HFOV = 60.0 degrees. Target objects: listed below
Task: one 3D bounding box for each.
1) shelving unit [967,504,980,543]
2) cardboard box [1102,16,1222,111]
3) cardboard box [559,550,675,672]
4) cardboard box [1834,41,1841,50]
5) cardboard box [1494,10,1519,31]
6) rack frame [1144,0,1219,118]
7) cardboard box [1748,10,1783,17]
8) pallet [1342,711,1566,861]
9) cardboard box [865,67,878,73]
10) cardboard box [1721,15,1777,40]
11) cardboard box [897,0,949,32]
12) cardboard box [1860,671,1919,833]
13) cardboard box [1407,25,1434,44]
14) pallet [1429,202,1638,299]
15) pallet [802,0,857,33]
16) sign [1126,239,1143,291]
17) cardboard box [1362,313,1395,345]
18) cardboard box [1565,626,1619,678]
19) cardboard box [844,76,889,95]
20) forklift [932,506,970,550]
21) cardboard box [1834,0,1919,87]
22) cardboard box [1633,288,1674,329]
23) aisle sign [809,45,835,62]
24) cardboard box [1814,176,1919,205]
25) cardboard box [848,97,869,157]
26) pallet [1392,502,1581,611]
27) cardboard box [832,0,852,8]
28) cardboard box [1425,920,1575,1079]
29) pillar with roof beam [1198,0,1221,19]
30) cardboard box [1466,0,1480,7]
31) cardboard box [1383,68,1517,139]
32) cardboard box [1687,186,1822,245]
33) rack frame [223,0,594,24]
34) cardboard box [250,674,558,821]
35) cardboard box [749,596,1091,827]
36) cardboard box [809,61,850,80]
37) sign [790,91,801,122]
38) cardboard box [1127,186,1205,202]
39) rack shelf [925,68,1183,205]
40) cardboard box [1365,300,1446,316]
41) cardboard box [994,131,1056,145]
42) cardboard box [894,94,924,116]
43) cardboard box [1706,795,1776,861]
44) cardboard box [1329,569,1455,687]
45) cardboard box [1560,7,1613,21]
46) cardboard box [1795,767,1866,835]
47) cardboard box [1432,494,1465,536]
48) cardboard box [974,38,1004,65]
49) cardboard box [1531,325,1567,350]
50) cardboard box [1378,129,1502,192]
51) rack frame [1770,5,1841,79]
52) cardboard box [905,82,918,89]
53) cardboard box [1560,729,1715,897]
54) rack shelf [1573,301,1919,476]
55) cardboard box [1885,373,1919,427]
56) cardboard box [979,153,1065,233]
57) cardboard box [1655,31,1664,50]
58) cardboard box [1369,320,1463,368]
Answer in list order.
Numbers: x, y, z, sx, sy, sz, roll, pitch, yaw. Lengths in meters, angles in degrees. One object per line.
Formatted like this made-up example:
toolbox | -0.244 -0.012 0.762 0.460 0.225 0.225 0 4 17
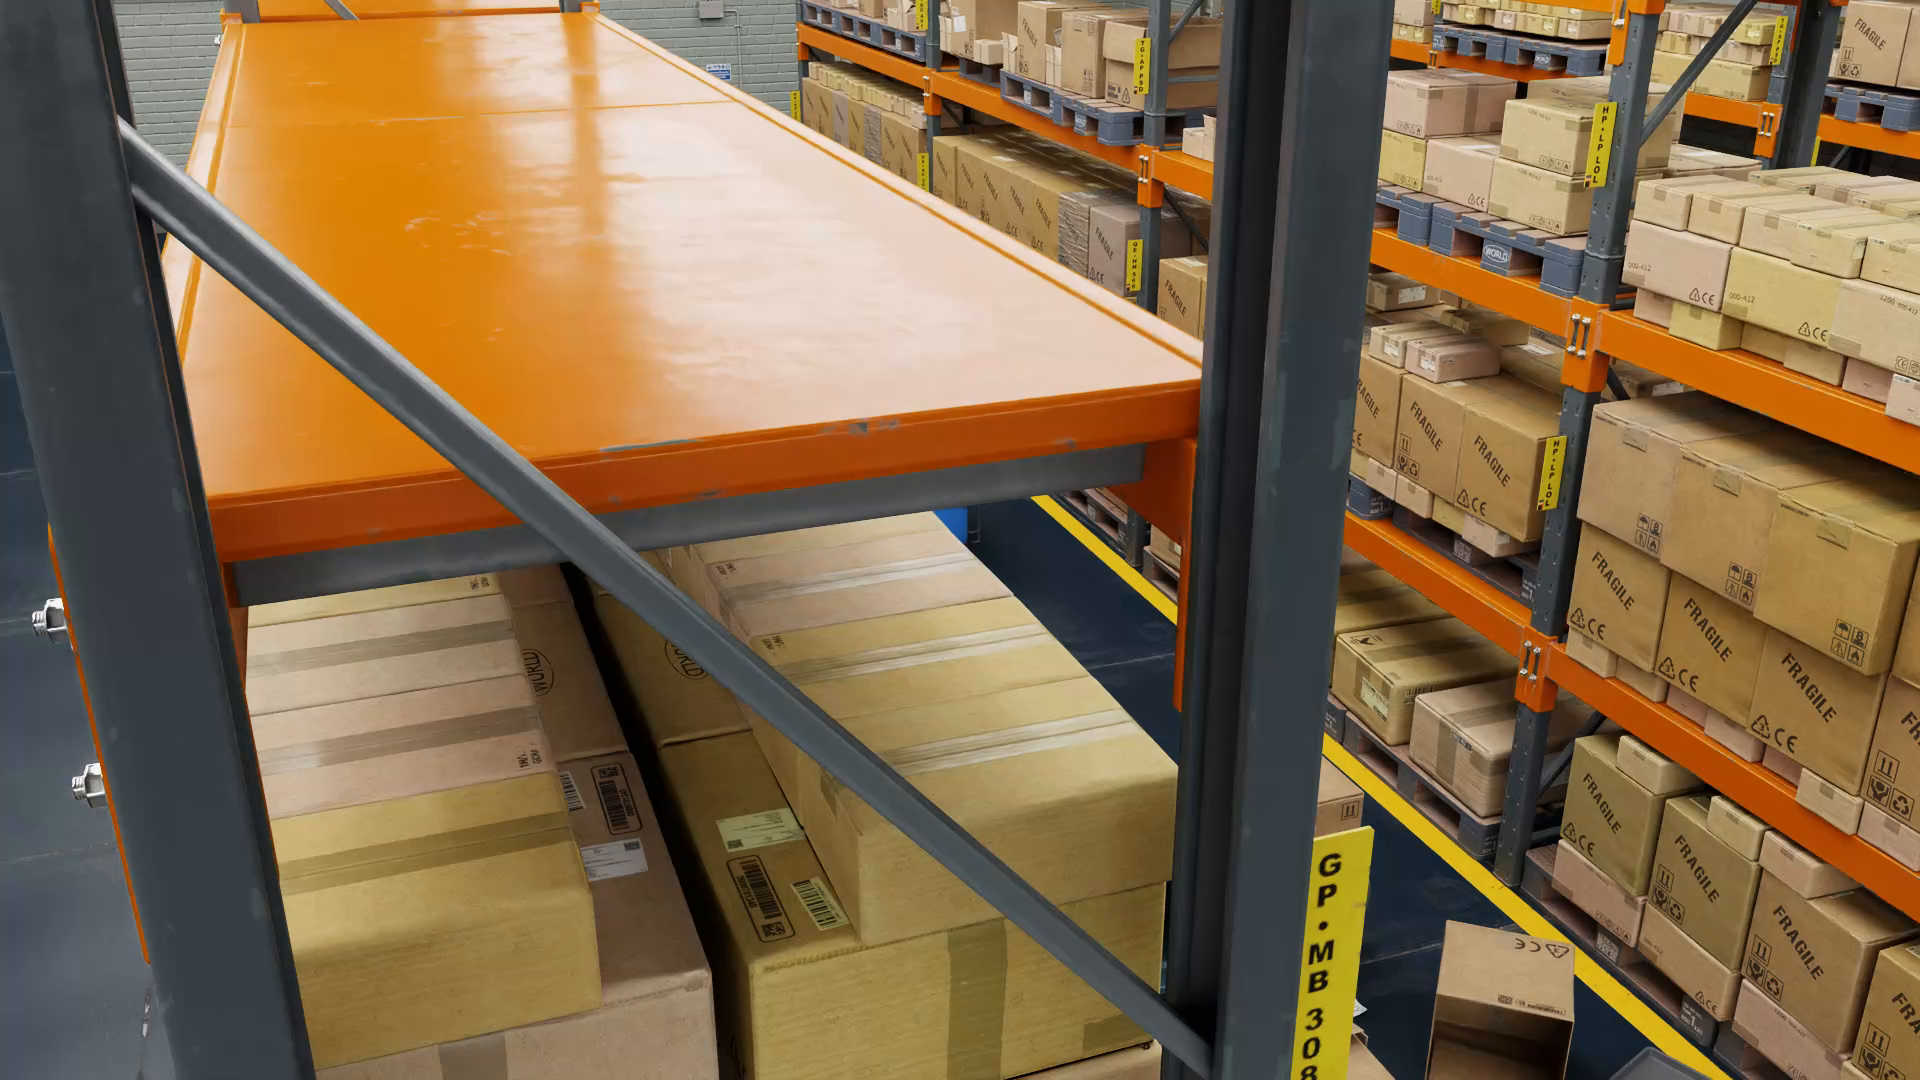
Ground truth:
shelving unit | -0.058 -0.613 11.660 0.258 1.200 0.503 -8 24 -19
cardboard box | 1.347 -3.019 10.516 0.797 0.503 0.637 -10 25 -22
cardboard box | -0.438 0.075 2.988 0.500 0.250 0.500 -9 24 -19
cardboard box | 6.358 -3.624 12.305 0.380 0.149 0.250 -8 24 -18
cardboard box | 4.833 -4.477 14.303 0.380 0.149 0.250 -8 24 -18
rack frame | 1.621 -4.044 9.759 1.000 3.000 0.127 -8 24 -19
cardboard box | 6.241 -3.953 12.702 0.380 0.149 0.250 -8 24 -19
pallet | 2.758 1.176 8.688 1.003 0.211 1.213 -8 24 -19
cardboard box | -0.779 -4.800 17.026 0.380 0.149 0.250 -8 24 -18
cardboard box | 5.871 -3.790 12.316 0.380 0.149 0.250 -9 25 -21
cardboard box | -0.317 -4.481 14.161 0.396 0.266 0.258 -8 24 -17
cardboard box | 3.490 0.733 5.637 0.500 0.500 0.500 -8 24 -18
cardboard box | 4.447 -4.772 15.671 0.380 0.149 0.250 -9 24 -19
pallet | 2.916 -1.361 7.496 1.213 0.211 1.003 -8 24 -19
pallet | -0.933 -5.260 16.619 1.003 0.211 1.213 -8 24 -19
sign | 1.103 -1.736 10.516 0.100 0.325 0.005 -8 24 -19
cardboard box | 2.117 -0.898 8.966 0.500 0.500 0.500 -9 25 -21
cardboard box | 2.845 0.448 7.149 0.380 0.149 0.250 -8 24 -19
cardboard box | -0.894 -4.352 15.962 0.380 0.149 0.250 -8 24 -19
forklift | -1.286 -0.756 9.770 1.130 2.935 3.031 19 29 37
cardboard box | 6.291 -3.333 11.136 0.500 0.500 0.500 -8 24 -19
cardboard box | 2.914 -0.944 6.590 0.380 0.149 0.250 -9 24 -20
aisle sign | -1.502 -5.371 17.283 0.394 0.787 0.004 -8 24 -19
cardboard box | 3.514 -1.291 6.386 0.380 0.149 0.250 -9 24 -20
cardboard box | -0.747 -3.926 15.786 0.500 0.500 0.500 -8 24 -19
pallet | 2.900 -0.036 8.219 1.003 0.211 1.213 -8 24 -19
cardboard box | -1.036 -5.266 16.173 0.380 0.149 0.250 -7 24 -17
cardboard box | 2.140 1.900 6.594 0.500 0.500 0.500 8 24 18
pillar with roof beam | -0.699 -8.146 19.491 9.100 9.000 0.400 -8 24 -19
cardboard box | 4.706 -4.803 14.692 0.380 0.149 0.250 -8 24 -18
cardboard box | 2.329 -2.124 8.074 0.500 0.250 0.500 -8 24 -18
cardboard box | 2.959 -1.210 6.195 0.380 0.149 0.250 -8 24 -17
rack frame | -1.561 -1.875 4.612 1.000 3.000 0.127 -8 24 -19
cardboard box | -0.671 0.303 1.935 0.380 0.149 0.250 -8 24 -19
cardboard box | -0.056 0.213 2.147 0.380 0.149 0.250 -8 24 -19
cardboard box | -1.339 -4.825 17.085 0.380 0.149 0.250 -8 24 -18
sign | -1.726 -4.548 17.462 0.100 0.325 0.005 -8 24 -19
cardboard box | 1.491 -2.178 11.640 0.500 0.500 0.500 -8 24 -19
rack shelf | 0.914 -3.057 12.205 1.077 0.370 4.000 -8 24 -19
cardboard box | 2.414 -1.160 9.587 0.500 0.500 0.500 -10 25 -23
cardboard box | 0.601 -3.112 13.855 0.500 0.500 0.500 -8 24 -17
cardboard box | -0.375 -3.899 14.888 0.380 0.149 0.250 -9 24 -19
cardboard box | 3.161 1.094 6.490 0.380 0.149 0.250 -7 24 -17
cardboard box | 2.342 0.488 9.573 0.950 0.372 0.625 -8 24 -17
cardboard box | 5.144 -4.338 13.590 0.380 0.149 0.250 -8 24 -19
cardboard box | 3.288 0.914 6.043 0.380 0.149 0.250 -8 24 -19
cardboard box | 2.517 -0.151 8.030 0.380 0.149 0.250 -9 25 -21
cardboard box | 0.328 -3.693 12.549 0.380 0.166 0.250 -10 25 -23
cardboard box | 5.358 -1.687 14.568 0.500 0.500 0.500 -9 25 -21
cardboard box | 2.339 -1.895 8.175 0.500 0.250 0.500 -8 24 -18
rack frame | 6.263 -4.727 11.378 1.000 3.000 0.127 -8 24 -19
cardboard box | -0.314 -4.335 15.922 0.380 0.149 0.250 -8 24 -17
cardboard box | 2.990 1.153 7.186 0.500 0.500 0.500 -7 24 -16
rack shelf | 3.741 -0.150 5.309 1.077 0.370 4.000 -8 24 -19
cardboard box | 3.288 -0.465 5.453 0.380 0.149 0.250 -9 24 -20
cardboard box | 0.475 -2.677 12.823 0.500 0.500 0.500 -9 24 -20
cardboard box | 5.601 -3.932 13.035 0.380 0.149 0.250 -8 24 -19
cardboard box | 2.285 -0.984 8.334 0.380 0.149 0.250 -9 25 -21
